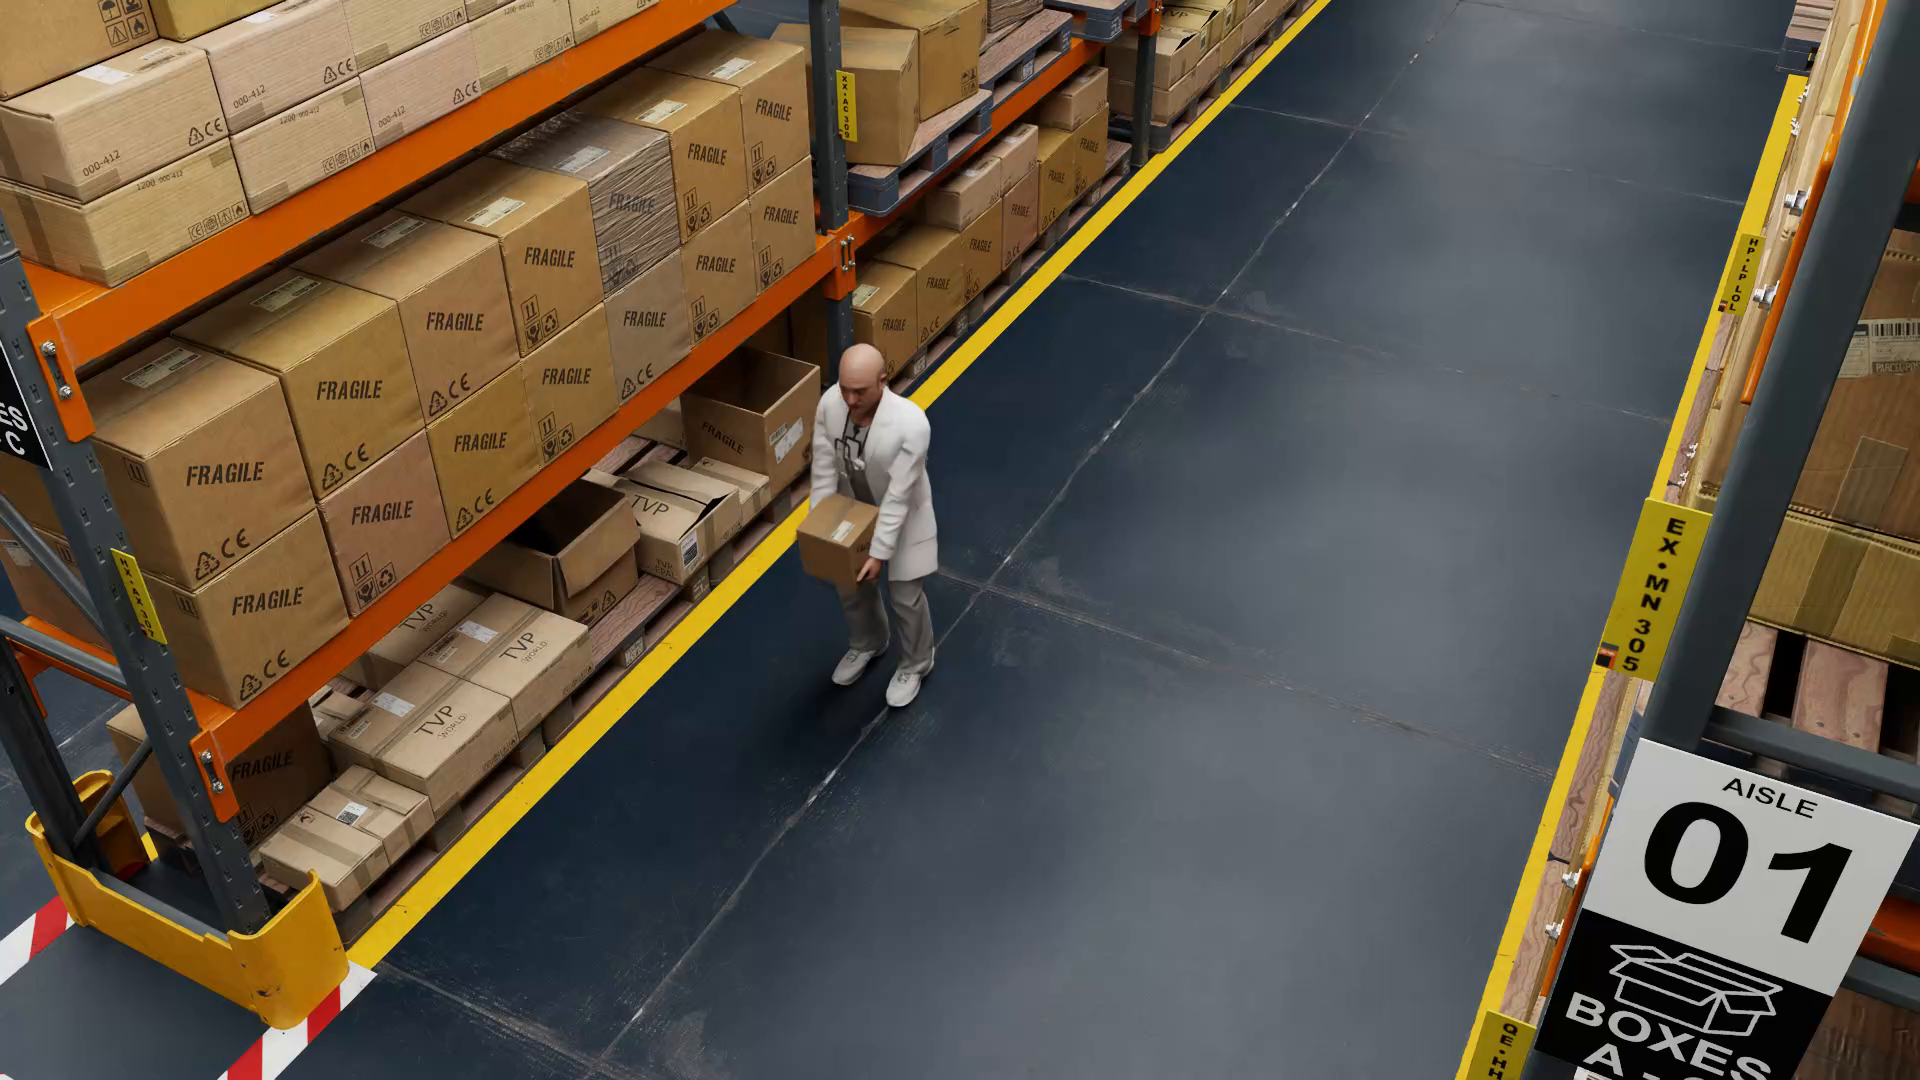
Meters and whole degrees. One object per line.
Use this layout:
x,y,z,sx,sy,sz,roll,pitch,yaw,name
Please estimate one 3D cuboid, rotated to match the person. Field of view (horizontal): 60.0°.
-0.376,-0.053,6.852,0.531,1.760,0.592,19,41,23,person
